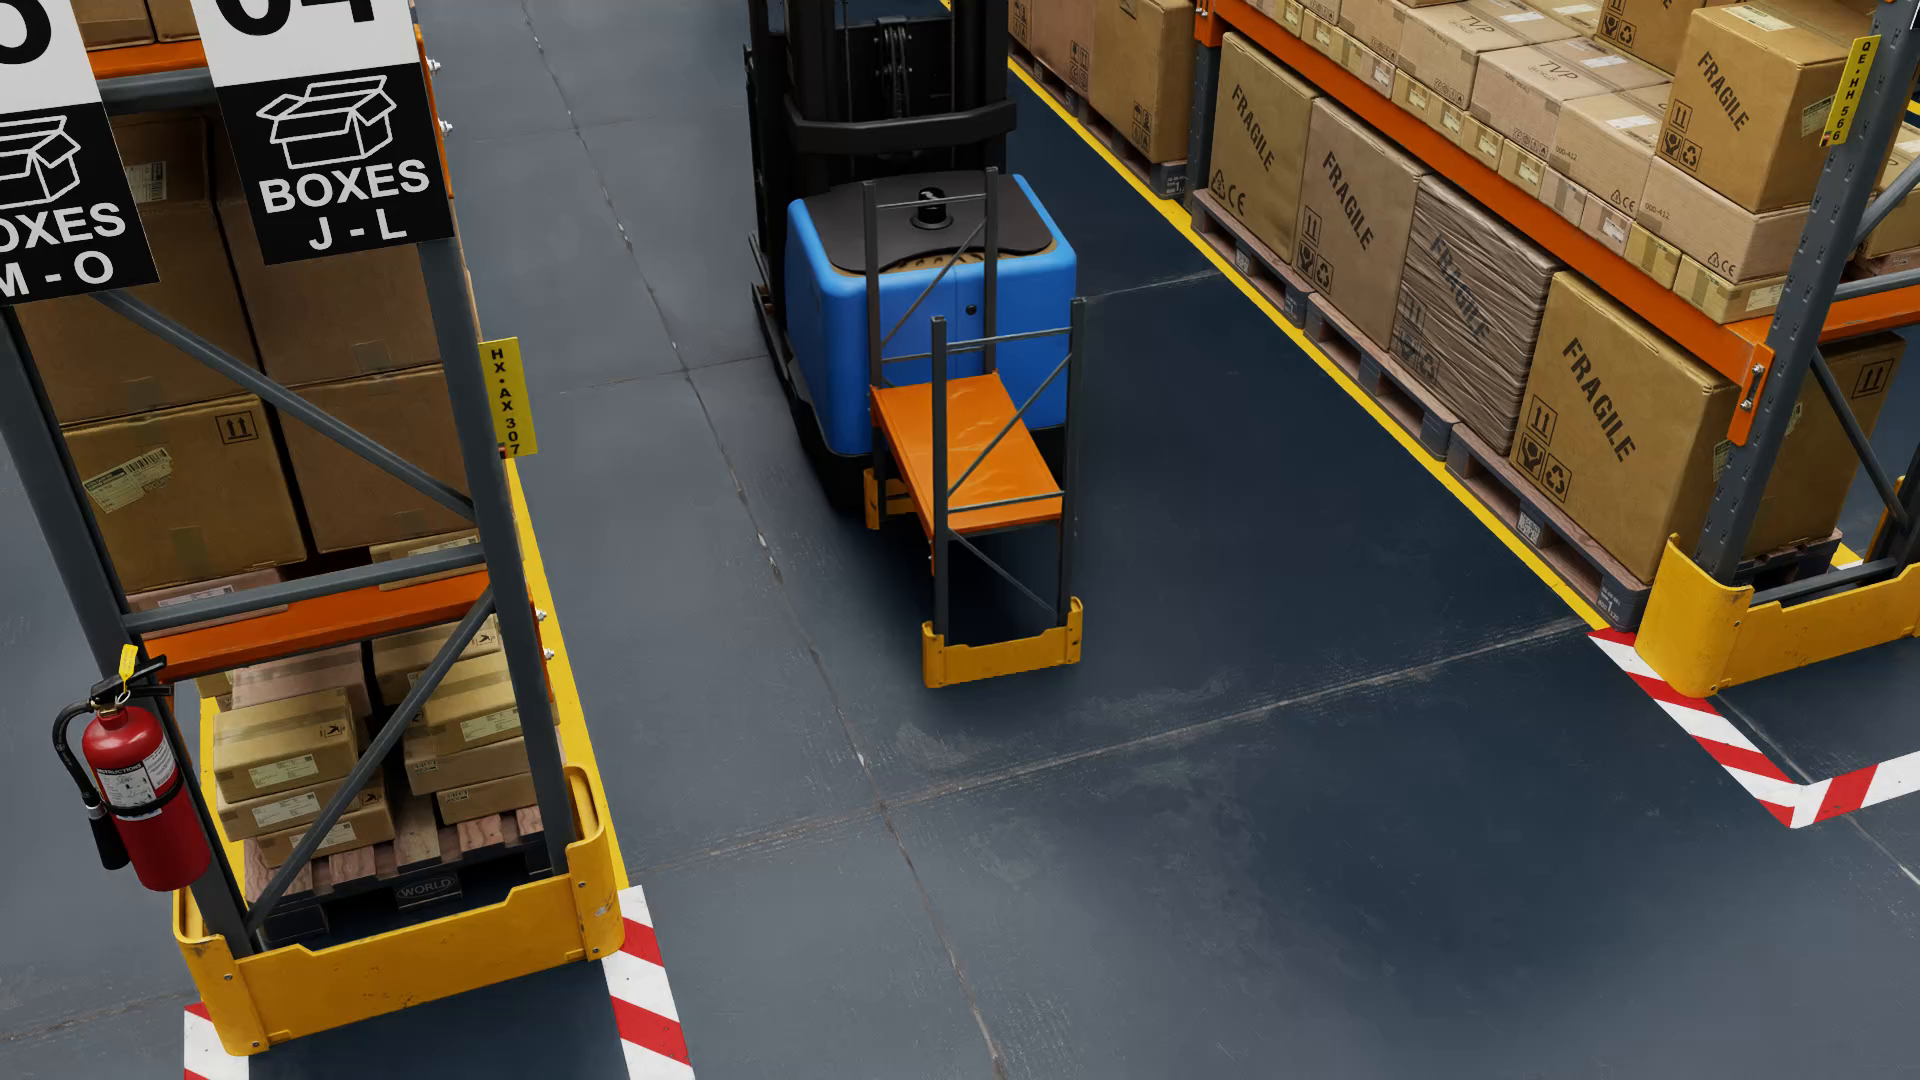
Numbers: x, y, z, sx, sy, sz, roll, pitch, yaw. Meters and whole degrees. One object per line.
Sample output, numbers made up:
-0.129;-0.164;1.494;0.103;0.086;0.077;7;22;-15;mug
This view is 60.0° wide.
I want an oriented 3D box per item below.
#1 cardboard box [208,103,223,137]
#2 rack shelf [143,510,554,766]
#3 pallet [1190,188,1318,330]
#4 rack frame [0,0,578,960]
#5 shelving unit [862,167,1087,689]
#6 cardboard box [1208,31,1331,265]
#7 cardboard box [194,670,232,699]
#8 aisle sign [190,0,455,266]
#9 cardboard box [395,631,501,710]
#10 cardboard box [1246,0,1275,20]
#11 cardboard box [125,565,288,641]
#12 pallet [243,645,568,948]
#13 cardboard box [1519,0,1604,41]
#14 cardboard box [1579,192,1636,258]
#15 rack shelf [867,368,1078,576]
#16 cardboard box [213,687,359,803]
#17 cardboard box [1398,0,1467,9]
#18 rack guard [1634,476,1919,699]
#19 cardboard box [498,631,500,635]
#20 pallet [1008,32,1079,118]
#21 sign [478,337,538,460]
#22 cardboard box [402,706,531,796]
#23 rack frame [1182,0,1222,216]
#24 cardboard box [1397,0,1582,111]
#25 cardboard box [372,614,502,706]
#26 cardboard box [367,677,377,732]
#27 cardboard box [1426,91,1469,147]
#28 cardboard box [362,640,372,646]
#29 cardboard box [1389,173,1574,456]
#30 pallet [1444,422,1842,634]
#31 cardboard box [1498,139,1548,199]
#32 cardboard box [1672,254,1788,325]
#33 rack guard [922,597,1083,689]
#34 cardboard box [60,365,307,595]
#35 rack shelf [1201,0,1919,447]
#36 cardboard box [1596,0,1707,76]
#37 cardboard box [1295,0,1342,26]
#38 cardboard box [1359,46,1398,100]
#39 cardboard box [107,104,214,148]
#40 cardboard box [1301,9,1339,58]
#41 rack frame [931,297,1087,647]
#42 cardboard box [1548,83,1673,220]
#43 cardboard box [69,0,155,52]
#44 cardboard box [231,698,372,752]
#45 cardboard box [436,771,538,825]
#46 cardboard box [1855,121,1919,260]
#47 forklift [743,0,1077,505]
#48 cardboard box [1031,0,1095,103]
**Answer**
-1.679;-1.027;4.459;0.500;0.500;0.500;-11;38;-15;cardboard box
-2.283;-0.719;5.810;1.077;0.370;4.000;-12;39;-16;rack shelf
1.909;-1.547;8.628;1.003;0.211;1.213;-12;39;-16;pallet
-1.594;0.123;4.094;1.000;3.000;0.127;-12;39;-16;rack frame
0.027;-0.415;6.055;0.587;1.500;1.083;-9;38;-12;shelving unit
1.873;-2.036;8.377;0.875;0.875;0.875;-12;39;-16;cardboard box
-2.256;0.336;5.337;0.380;0.149;0.250;-13;39;-17;cardboard box
-1.288;-0.936;3.339;0.394;0.787;0.004;-12;39;-16;aisle sign
-1.733;0.462;5.664;0.380;0.149;0.250;-12;39;-15;cardboard box
1.601;-2.622;7.946;0.380;0.149;0.250;-14;39;-17;cardboard box
-1.972;0.098;4.336;0.380;0.149;0.250;-12;39;-16;cardboard box
-1.867;0.728;5.609;1.003;0.211;1.213;-12;39;-16;pallet
2.647;-2.103;6.927;0.500;0.250;0.500;-13;39;-17;cardboard box
2.489;-1.169;6.017;0.380;0.149;0.250;-12;39;-16;cardboard box
0.025;-0.277;6.170;0.538;0.185;1.000;-9;38;-12;rack shelf
-2.015;0.610;4.973;0.380;0.149;0.250;-12;39;-15;cardboard box
1.991;-2.569;6.921;0.500;0.500;0.500;-14;39;-17;cardboard box
3.106;0.165;6.115;1.175;0.500;0.348;-12;39;-16;rack guard
-1.742;0.340;5.579;0.380;0.149;0.250;-12;39;-15;cardboard box
0.961;-3.103;10.694;1.003;0.211;1.213;-12;39;-16;pallet
-1.085;-0.335;3.982;0.100;0.325;0.005;-12;39;-16;sign
-1.534;0.626;5.199;0.380;0.149;0.250;-11;38;-14;cardboard box
1.721;-3.106;8.381;1.000;3.000;0.127;-12;39;-16;rack frame
2.149;-1.992;6.779;0.500;0.250;0.500;-12;39;-16;cardboard box
-1.664;0.359;5.306;0.380;0.149;0.250;-12;39;-15;cardboard box
-2.165;0.548;5.549;0.380;0.149;0.250;-13;39;-16;cardboard box
2.140;-1.743;6.780;0.380;0.149;0.250;-12;39;-15;cardboard box
-2.220;0.270;5.672;0.380;0.149;0.250;-13;39;-16;cardboard box
2.489;-1.025;7.034;0.875;0.875;0.875;-12;39;-16;cardboard box
2.749;-0.168;6.798;1.003;0.211;1.213;-12;39;-16;pallet
2.313;-1.456;6.399;0.380;0.149;0.250;-13;39;-17;cardboard box
2.666;-0.879;5.633;0.380;0.149;0.250;-12;39;-15;cardboard box
0.155;0.374;6.046;0.587;0.250;0.087;-9;38;-12;rack guard
-1.991;-0.236;4.240;0.500;0.500;0.500;-12;39;-15;cardboard box
2.409;-1.689;7.097;1.077;0.370;4.000;-12;39;-16;rack shelf
2.830;-2.106;6.307;0.500;0.500;0.500;-13;39;-17;cardboard box
1.803;-2.564;7.538;0.500;0.250;0.500;-13;39;-16;cardboard box
1.957;-2.038;7.171;0.380;0.149;0.250;-12;39;-15;cardboard box
-2.160;-0.928;4.328;0.500;0.500;0.500;-14;39;-17;cardboard box
1.784;-2.325;7.552;0.380;0.149;0.250;-13;39;-17;cardboard box
0.155;-0.125;5.669;0.500;1.500;0.032;-9;38;-12;rack frame
2.507;-1.411;6.008;0.500;0.250;0.500;-13;39;-17;cardboard box
-1.999;-1.217;3.505;0.500;0.250;0.500;-13;39;-17;cardboard box
-2.083;0.577;5.264;0.380;0.149;0.250;-13;39;-17;cardboard box
-1.474;0.732;5.306;0.380;0.149;0.250;-12;39;-15;cardboard box
3.186;-1.233;5.771;0.500;0.250;0.500;-13;39;-17;cardboard box
-0.397;-2.203;7.239;1.130;2.935;3.031;-9;38;-12;forklift
1.174;-3.288;10.038;1.225;0.875;0.875;-14;39;-18;cardboard box
